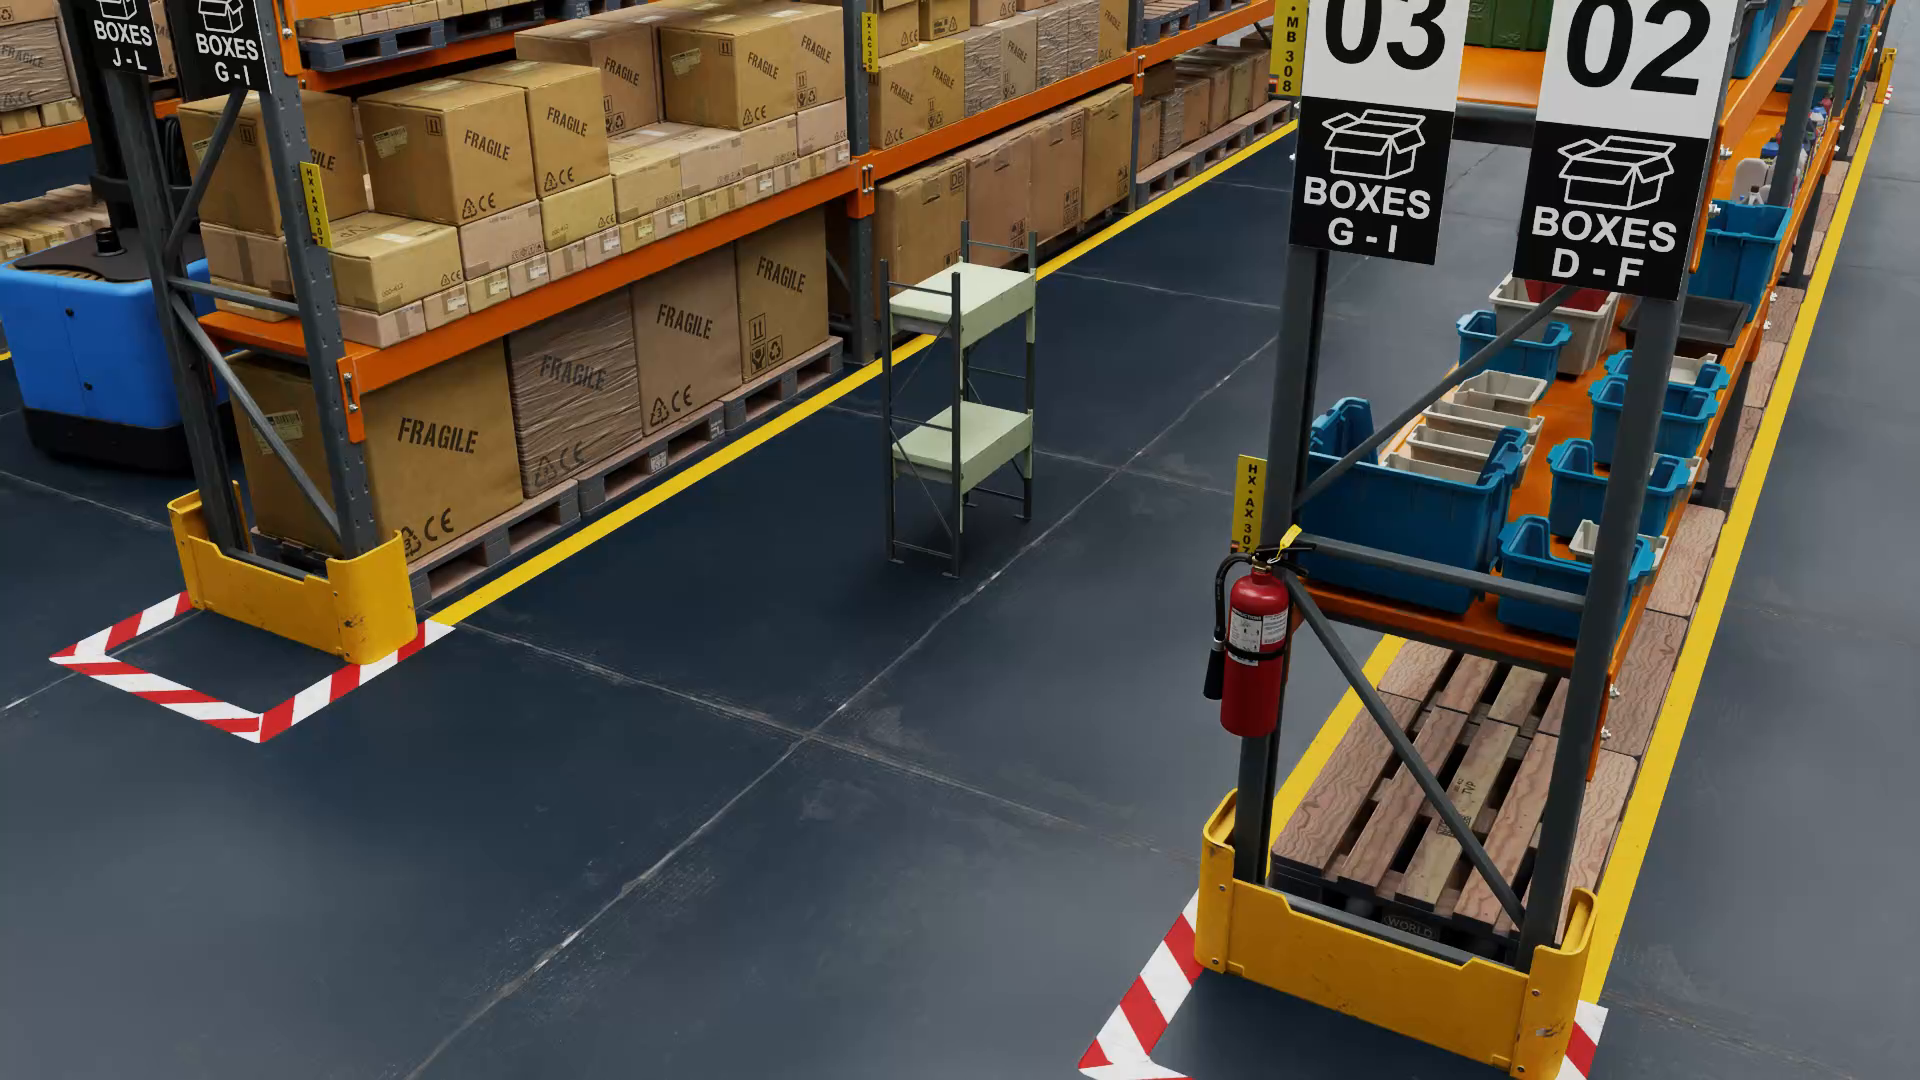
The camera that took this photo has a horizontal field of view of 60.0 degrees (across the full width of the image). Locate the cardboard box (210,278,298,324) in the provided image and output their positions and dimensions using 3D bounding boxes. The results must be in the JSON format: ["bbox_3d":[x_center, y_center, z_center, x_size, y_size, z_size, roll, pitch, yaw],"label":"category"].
[{"bbox_3d":[-3.081,-1.094,7.366,0.380,0.149,0.250,15,30,27],"label":"cardboard box"}]

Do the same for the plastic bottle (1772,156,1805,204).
[{"bbox_3d":[4.440,-1.956,8.945,0.152,0.276,0.135,14,30,26],"label":"plastic bottle"}]

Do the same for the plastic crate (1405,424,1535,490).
[{"bbox_3d":[1.742,-0.281,5.688,0.396,0.136,0.243,14,30,26],"label":"plastic crate"}]

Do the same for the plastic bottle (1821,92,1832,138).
[{"bbox_3d":[5.337,-2.629,10.281,0.061,0.283,0.133,14,30,26],"label":"plastic bottle"}]

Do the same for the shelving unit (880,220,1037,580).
[{"bbox_3d":[0.003,-0.673,7.919,0.431,1.500,0.755,14,30,26],"label":"shelving unit"}]

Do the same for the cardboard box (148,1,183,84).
[{"bbox_3d":[-5.518,-3.411,11.268,0.500,0.500,0.500,13,30,25],"label":"cardboard box"}]

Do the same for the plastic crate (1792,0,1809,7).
[{"bbox_3d":[2.702,-1.989,5.653,0.437,0.282,0.530,14,30,26],"label":"plastic crate"}]

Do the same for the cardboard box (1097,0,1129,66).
[{"bbox_3d":[0.939,-3.911,12.600,0.500,0.500,0.500,15,30,28],"label":"cardboard box"}]

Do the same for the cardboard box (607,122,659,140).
[{"bbox_3d":[-1.960,-2.099,8.927,0.500,0.250,0.500,15,30,27],"label":"cardboard box"}]

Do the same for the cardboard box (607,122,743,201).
[{"bbox_3d":[-1.494,-1.989,8.708,0.500,0.250,0.500,15,30,27],"label":"cardboard box"}]

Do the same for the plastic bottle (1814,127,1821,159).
[{"bbox_3d":[5.025,-2.361,9.838,0.097,0.201,0.097,0,27,0],"label":"plastic bottle"}]

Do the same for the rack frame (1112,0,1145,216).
[{"bbox_3d":[0.966,-4.113,13.116,1.000,3.000,0.127,14,30,26],"label":"rack frame"}]

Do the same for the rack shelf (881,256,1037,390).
[{"bbox_3d":[0.003,-1.022,7.745,0.431,0.370,0.720,14,30,26],"label":"rack shelf"}]

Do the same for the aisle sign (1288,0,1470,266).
[{"bbox_3d":[1.053,-1.104,4.199,0.394,0.787,0.004,14,30,26],"label":"aisle sign"}]

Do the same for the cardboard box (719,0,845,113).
[{"bbox_3d":[-0.995,-2.717,9.325,0.500,0.500,0.500,15,30,28],"label":"cardboard box"}]

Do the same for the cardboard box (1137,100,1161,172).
[{"bbox_3d":[1.278,-3.458,14.107,0.700,0.500,0.500,13,29,23],"label":"cardboard box"}]

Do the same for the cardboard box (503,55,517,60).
[{"bbox_3d":[-3.649,-4.127,14.628,0.500,0.250,0.500,15,30,27],"label":"cardboard box"}]

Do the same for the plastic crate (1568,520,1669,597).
[{"bbox_3d":[1.981,0.056,5.015,0.250,0.136,0.298,14,30,26],"label":"plastic crate"}]

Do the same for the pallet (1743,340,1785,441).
[{"bbox_3d":[4.326,-0.985,9.983,1.003,0.211,1.213,14,30,26],"label":"pallet"}]

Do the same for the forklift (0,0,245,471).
[{"bbox_3d":[-4.121,-2.317,9.604,1.130,2.935,3.031,9,28,18],"label":"forklift"}]

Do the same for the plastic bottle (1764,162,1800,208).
[{"bbox_3d":[4.326,-1.865,8.764,0.152,0.276,0.135,14,30,26],"label":"plastic bottle"}]

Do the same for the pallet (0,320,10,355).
[{"bbox_3d":[-6.770,-1.218,10.448,1.003,0.211,1.213,14,30,26],"label":"pallet"}]

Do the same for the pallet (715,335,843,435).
[{"bbox_3d":[-1.444,-1.028,10.068,1.003,0.211,1.213,14,30,26],"label":"pallet"}]

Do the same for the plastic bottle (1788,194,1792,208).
[{"bbox_3d":[4.227,-1.729,8.574,0.097,0.201,0.097,0,27,0],"label":"plastic bottle"}]

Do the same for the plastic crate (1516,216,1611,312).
[{"bbox_3d":[2.653,-1.226,7.210,0.402,0.464,0.583,14,30,26],"label":"plastic crate"}]

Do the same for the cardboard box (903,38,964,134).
[{"bbox_3d":[-0.311,-2.919,10.619,0.500,0.500,0.500,14,30,26],"label":"cardboard box"}]

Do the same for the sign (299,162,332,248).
[{"bbox_3d":[-2.489,-1.293,6.427,0.100,0.325,0.005,14,30,26],"label":"sign"}]

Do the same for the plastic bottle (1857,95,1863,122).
[{"bbox_3d":[8.307,-4.056,15.469,0.144,0.351,0.185,14,30,26],"label":"plastic bottle"}]

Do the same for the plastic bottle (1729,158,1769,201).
[{"bbox_3d":[4.193,-1.899,8.831,0.152,0.276,0.135,14,30,26],"label":"plastic bottle"}]

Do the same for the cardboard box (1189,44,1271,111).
[{"bbox_3d":[2.613,-4.516,16.222,0.700,0.500,0.500,12,29,22],"label":"cardboard box"}]

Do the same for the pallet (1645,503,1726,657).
[{"bbox_3d":[2.983,0.079,7.857,1.003,0.211,1.213,14,30,26],"label":"pallet"}]

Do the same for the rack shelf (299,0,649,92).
[{"bbox_3d":[-4.286,-4.144,13.980,1.077,0.370,4.000,14,30,26],"label":"rack shelf"}]

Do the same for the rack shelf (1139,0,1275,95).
[{"bbox_3d":[1.950,-4.571,14.834,1.077,0.370,4.000,14,30,26],"label":"rack shelf"}]

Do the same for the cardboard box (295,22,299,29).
[{"bbox_3d":[-5.247,-3.960,12.620,0.380,0.149,0.250,13,30,25],"label":"cardboard box"}]

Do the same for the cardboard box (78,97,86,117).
[{"bbox_3d":[-5.850,-2.900,10.973,0.380,0.149,0.250,14,30,25],"label":"cardboard box"}]

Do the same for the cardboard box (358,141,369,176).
[{"bbox_3d":[-4.676,-2.985,13.186,0.500,0.500,0.500,15,30,28],"label":"cardboard box"}]

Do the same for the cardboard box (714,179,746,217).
[{"bbox_3d":[-1.372,-1.850,8.875,0.380,0.149,0.250,15,30,27],"label":"cardboard box"}]

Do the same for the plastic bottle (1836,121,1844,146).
[{"bbox_3d":[7.785,-3.586,14.618,0.097,0.271,0.097,0,27,0],"label":"plastic bottle"}]

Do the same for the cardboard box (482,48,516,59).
[{"bbox_3d":[-4.102,-4.237,14.849,0.500,0.250,0.500,14,30,25],"label":"cardboard box"}]

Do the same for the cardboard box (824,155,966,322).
[{"bbox_3d":[-0.704,-2.046,10.890,1.225,0.875,0.875,14,30,26],"label":"cardboard box"}]

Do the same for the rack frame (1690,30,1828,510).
[{"bbox_3d":[3.311,-1.463,7.823,1.000,3.000,0.127,14,30,26],"label":"rack frame"}]

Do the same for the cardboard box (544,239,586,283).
[{"bbox_3d":[-2.003,-1.350,7.876,0.380,0.149,0.250,14,30,25],"label":"cardboard box"}]

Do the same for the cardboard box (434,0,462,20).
[{"bbox_3d":[-4.169,-4.216,13.133,0.380,0.149,0.250,13,29,24],"label":"cardboard box"}]

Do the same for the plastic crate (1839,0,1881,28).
[{"bbox_3d":[6.974,-4.076,13.059,0.392,0.384,0.575,14,30,26],"label":"plastic crate"}]

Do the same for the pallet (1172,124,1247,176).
[{"bbox_3d":[1.953,-3.644,15.294,1.003,0.211,1.213,14,30,26],"label":"pallet"}]

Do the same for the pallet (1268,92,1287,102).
[{"bbox_3d":[3.234,-4.695,17.392,1.003,0.211,1.213,14,30,26],"label":"pallet"}]

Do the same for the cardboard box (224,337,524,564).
[{"bbox_3d":[-2.724,-0.500,7.802,0.875,0.875,0.875,14,30,26],"label":"cardboard box"}]

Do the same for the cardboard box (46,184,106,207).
[{"bbox_3d":[-6.193,-2.385,11.714,0.380,0.149,0.250,15,30,27],"label":"cardboard box"}]

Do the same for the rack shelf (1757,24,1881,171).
[{"bbox_3d":[6.262,-3.480,12.655,1.077,0.370,4.000,14,30,26],"label":"rack shelf"}]

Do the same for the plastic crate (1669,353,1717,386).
[{"bbox_3d":[2.716,-0.628,6.380,0.293,0.136,0.466,14,30,26],"label":"plastic crate"}]

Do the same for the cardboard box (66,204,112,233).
[{"bbox_3d":[-5.796,-2.144,11.234,0.380,0.149,0.250,13,29,24],"label":"cardboard box"}]
